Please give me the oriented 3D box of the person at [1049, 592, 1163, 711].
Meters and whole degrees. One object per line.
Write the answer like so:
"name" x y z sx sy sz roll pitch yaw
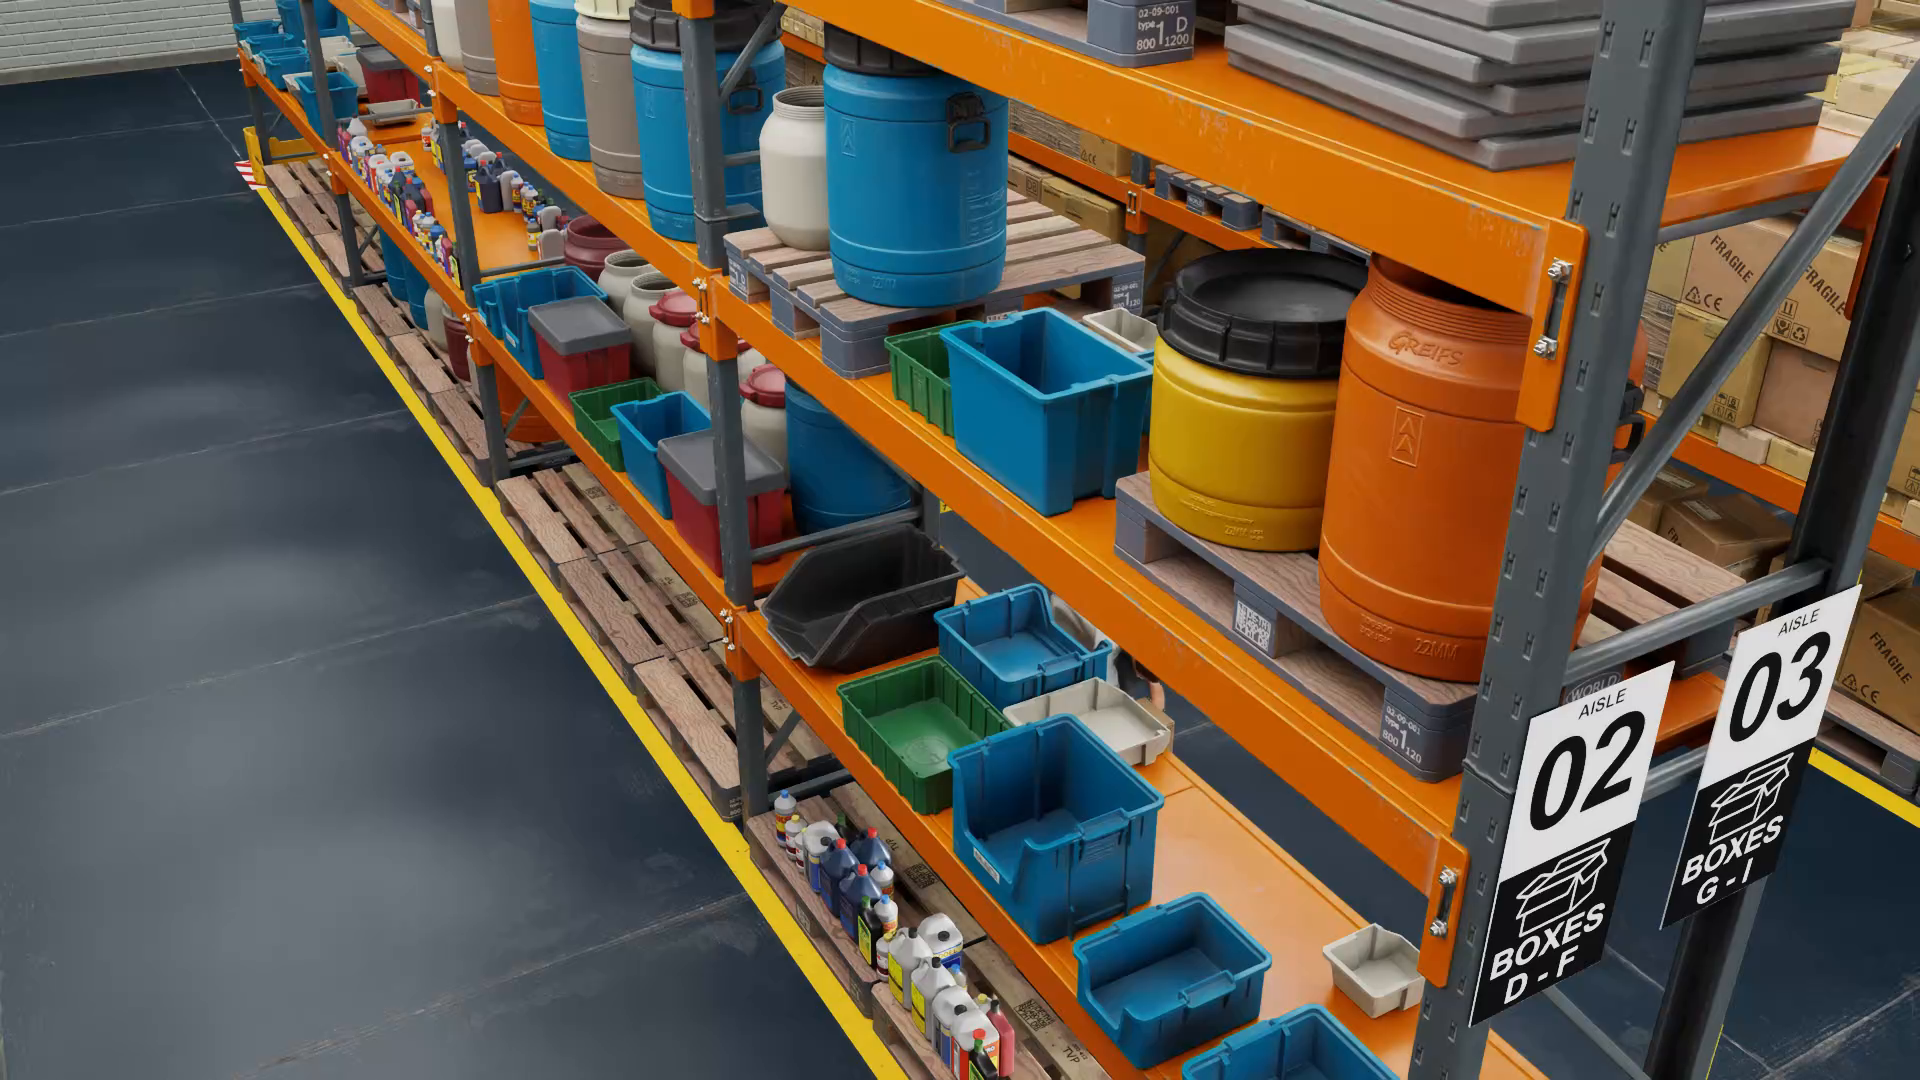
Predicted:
"person" 0.763 0.633 8.400 0.464 0.761 0.867 -14 32 -23
